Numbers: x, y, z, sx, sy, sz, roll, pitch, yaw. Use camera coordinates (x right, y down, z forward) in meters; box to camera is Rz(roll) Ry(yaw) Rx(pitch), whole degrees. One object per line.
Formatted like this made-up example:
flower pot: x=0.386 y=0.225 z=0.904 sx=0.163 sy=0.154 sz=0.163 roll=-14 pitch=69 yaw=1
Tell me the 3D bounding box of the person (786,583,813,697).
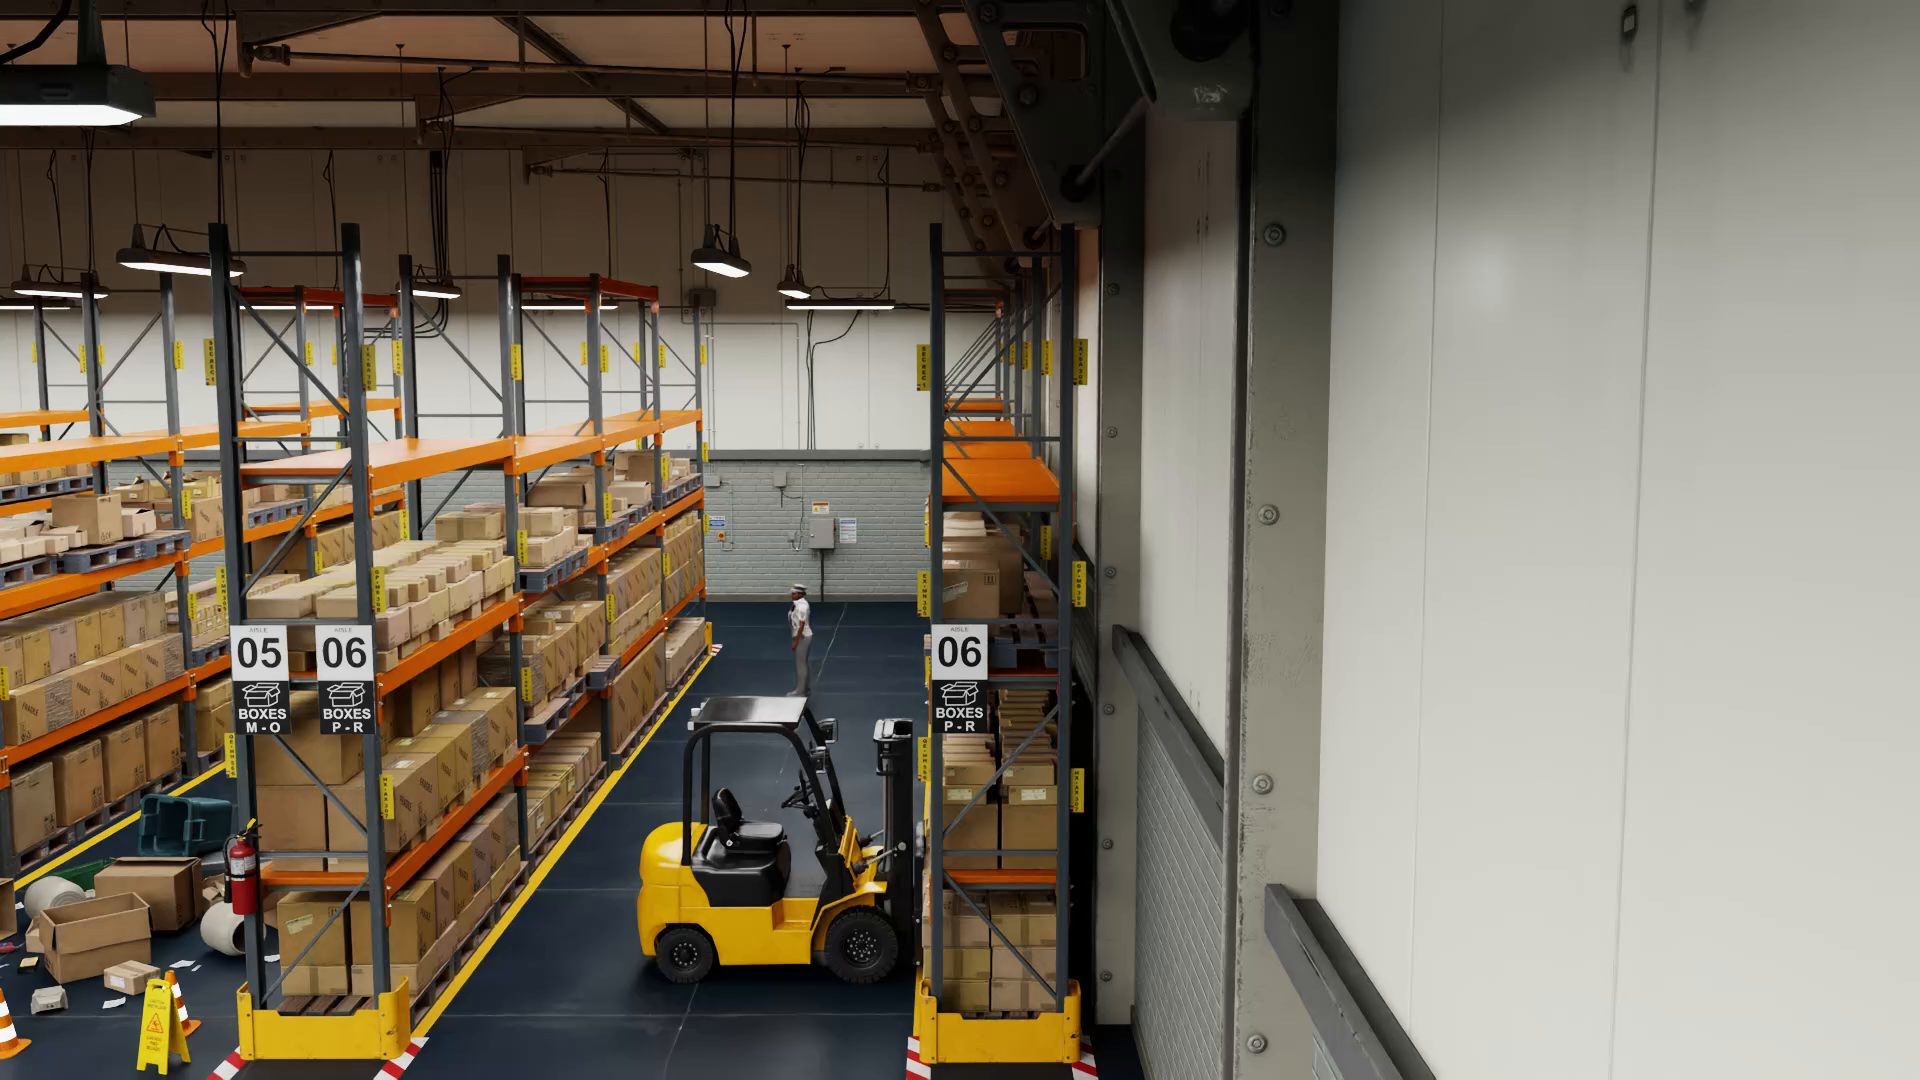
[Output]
person: x=-2.377 y=1.470 z=24.527 sx=0.405 sy=1.689 sz=0.457 roll=-1 pitch=7 yaw=-10
